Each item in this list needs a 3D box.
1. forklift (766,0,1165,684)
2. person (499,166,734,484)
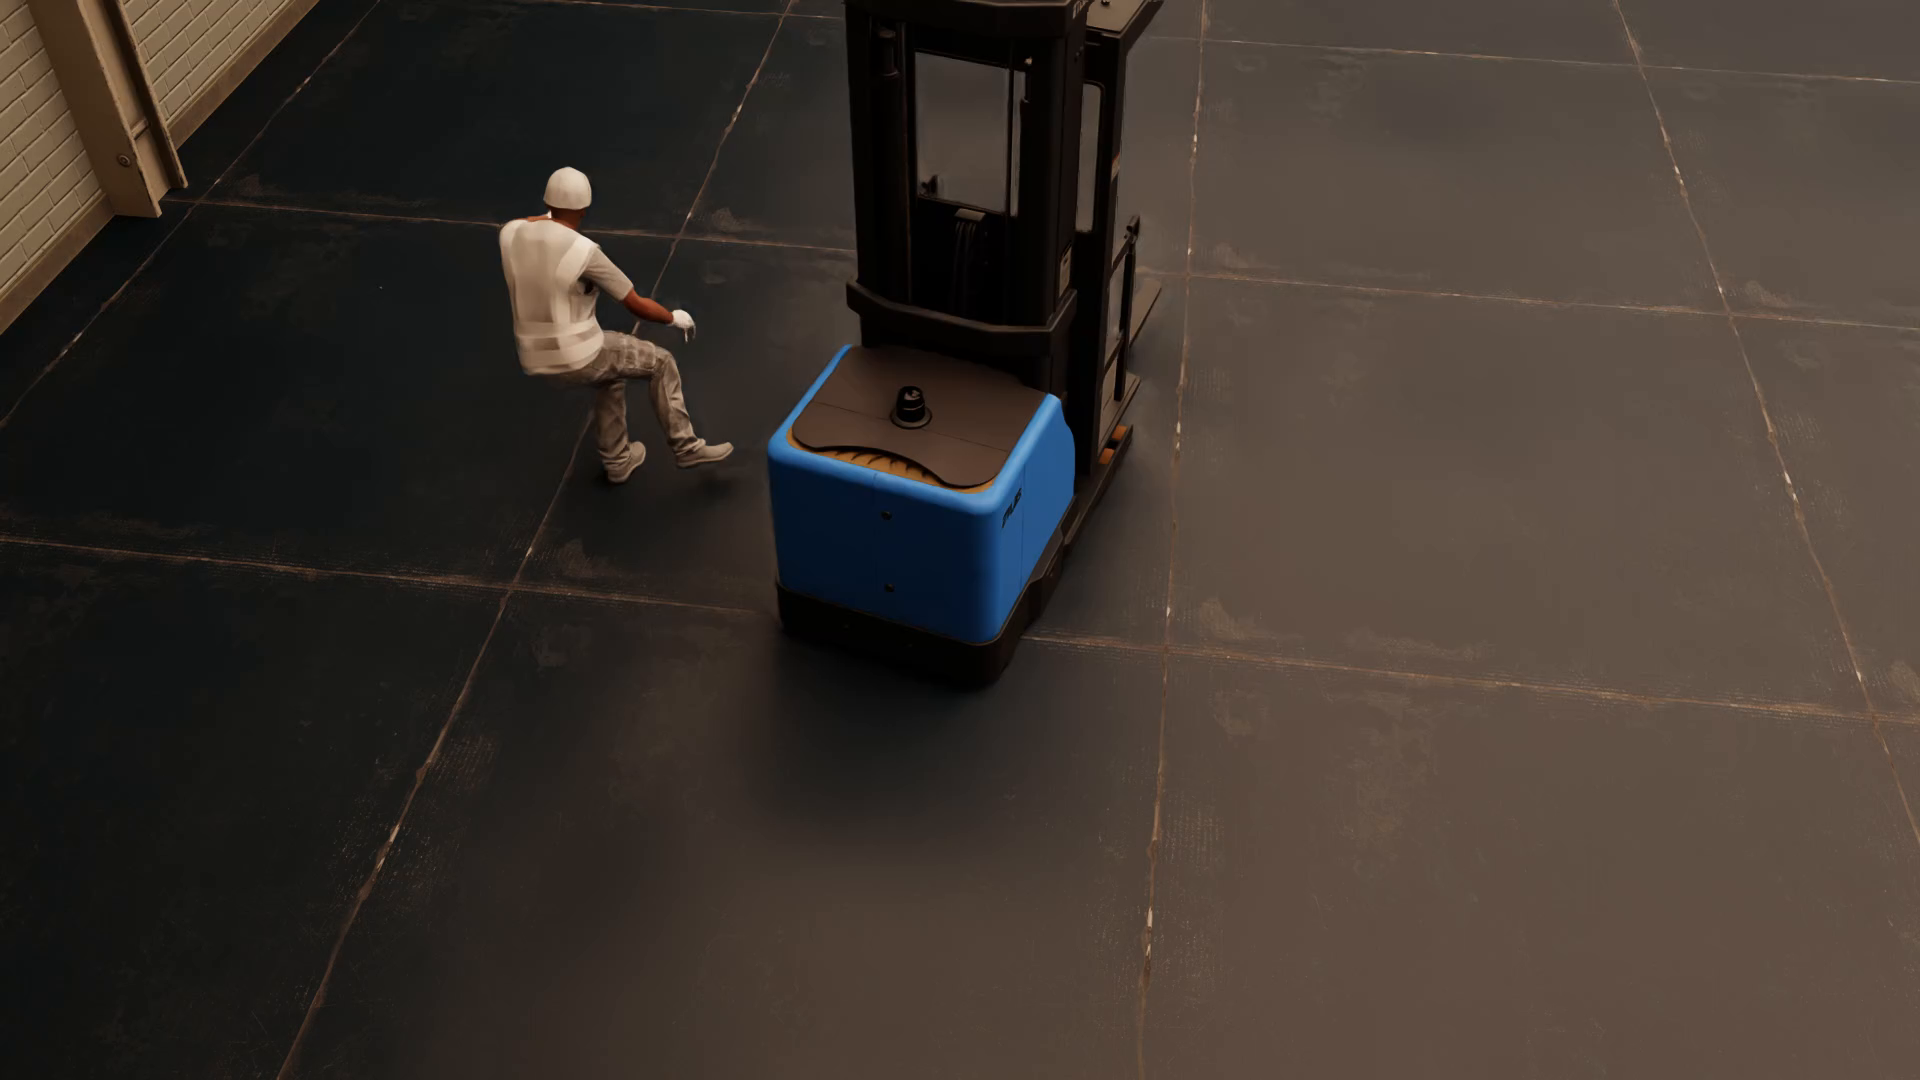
[{"bbox_3d":[0.219,-1.470,7.324,1.130,2.935,3.031,15,45,16],"label":"forklift"},{"bbox_3d":[-1.648,-1.061,7.928,1.171,1.525,0.952,14,44,15],"label":"person"}]
